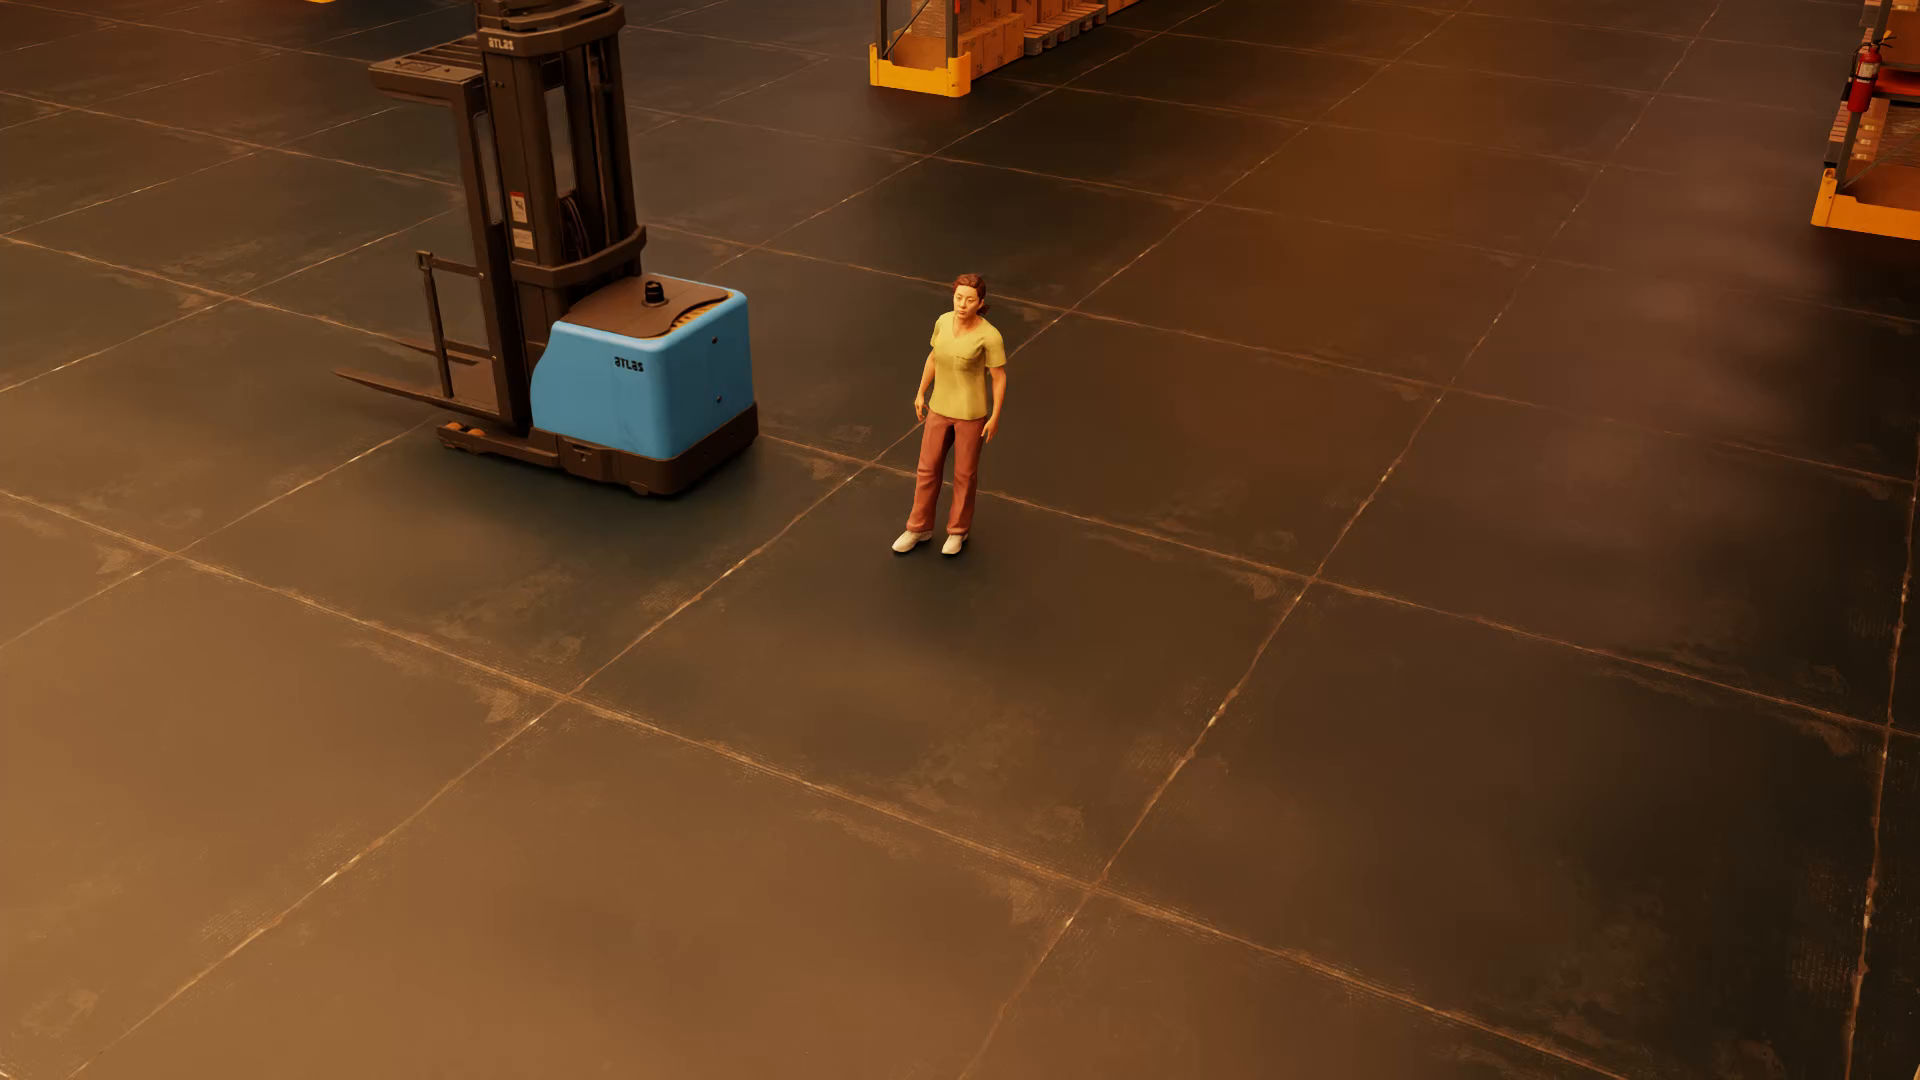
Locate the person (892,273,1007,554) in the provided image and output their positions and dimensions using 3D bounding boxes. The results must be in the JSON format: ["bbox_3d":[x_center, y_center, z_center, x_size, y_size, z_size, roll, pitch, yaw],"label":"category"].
[{"bbox_3d":[-0.046,-0.703,9.529,0.553,1.673,0.548,15,33,25],"label":"person"}]

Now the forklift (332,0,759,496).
[{"bbox_3d":[-2.889,-2.053,10.628,3.031,2.935,1.130,15,33,24],"label":"forklift"}]
